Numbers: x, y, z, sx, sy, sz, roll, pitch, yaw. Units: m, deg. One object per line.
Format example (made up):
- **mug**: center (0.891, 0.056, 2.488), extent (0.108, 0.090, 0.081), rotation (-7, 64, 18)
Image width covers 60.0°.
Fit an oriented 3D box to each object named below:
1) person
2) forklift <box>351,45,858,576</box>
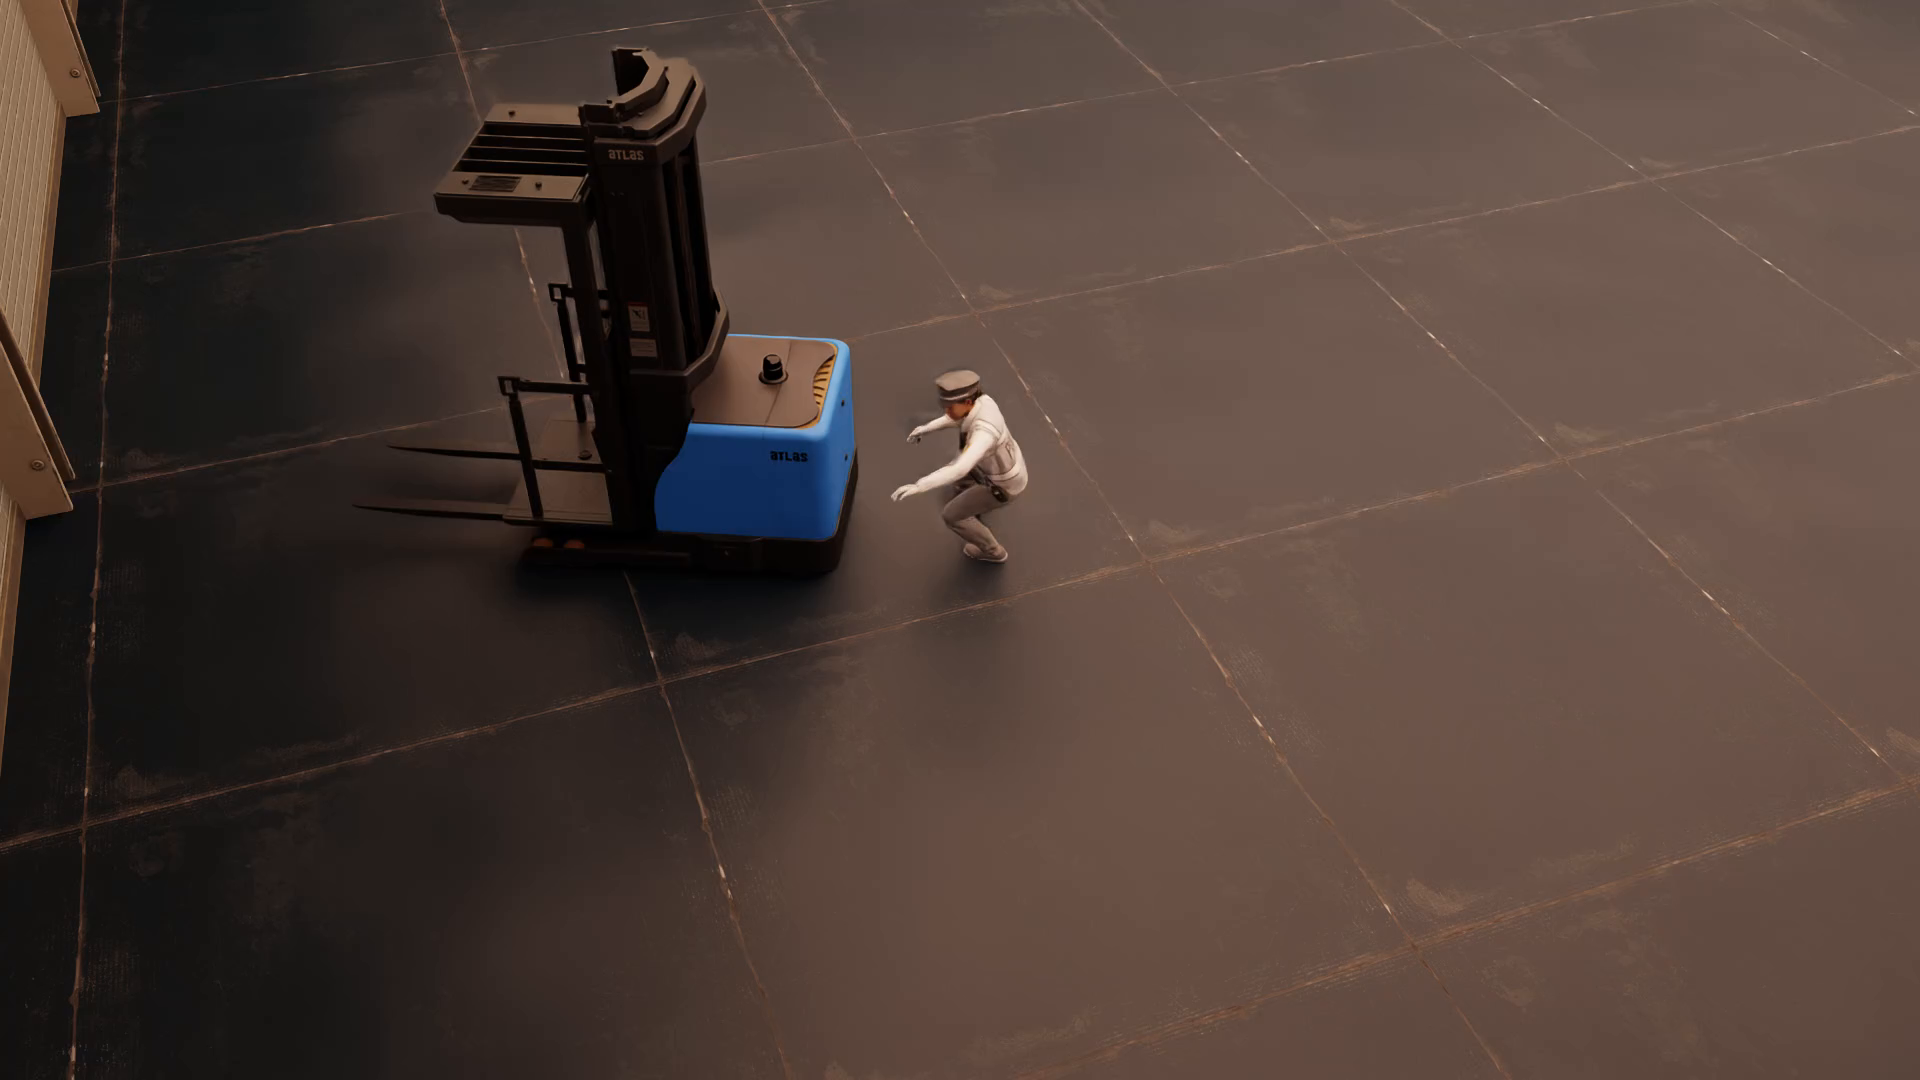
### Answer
- **person**: center (-0.015, -0.448, 9.734), extent (0.792, 1.428, 1.335), rotation (-2, 40, -3)
- **forklift**: center (-2.199, -1.294, 9.538), extent (3.031, 2.935, 1.130), rotation (3, 40, 4)
